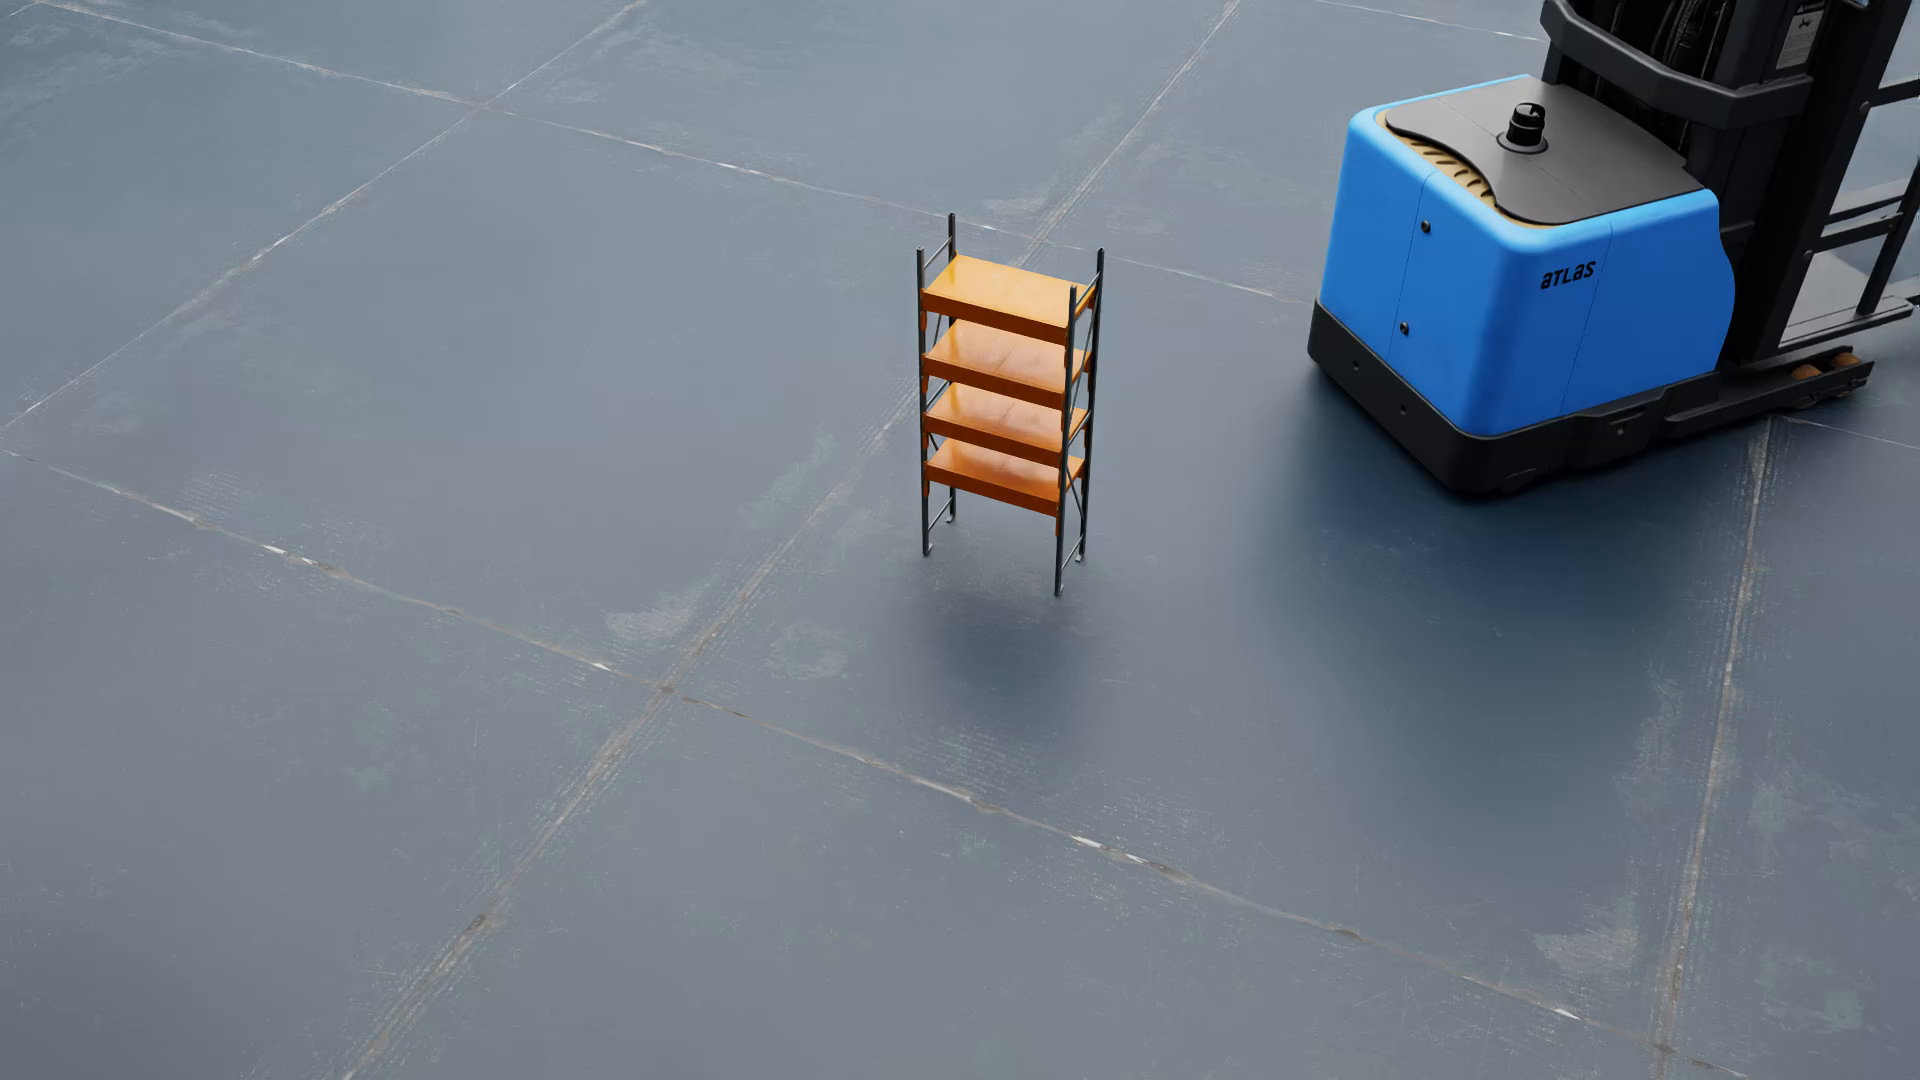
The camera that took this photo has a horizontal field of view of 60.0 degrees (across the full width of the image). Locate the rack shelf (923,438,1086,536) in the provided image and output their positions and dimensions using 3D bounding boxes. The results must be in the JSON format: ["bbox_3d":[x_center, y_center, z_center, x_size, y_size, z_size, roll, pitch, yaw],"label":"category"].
[{"bbox_3d":[0.150,-0.207,5.478,0.480,0.148,0.258,17,44,19],"label":"rack shelf"}]

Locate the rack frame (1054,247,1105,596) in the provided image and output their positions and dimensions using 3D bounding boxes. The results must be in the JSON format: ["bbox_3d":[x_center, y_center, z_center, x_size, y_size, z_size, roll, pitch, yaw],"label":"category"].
[{"bbox_3d":[0.371,-0.340,5.226,0.015,1.200,0.240,17,44,19],"label":"rack frame"}]

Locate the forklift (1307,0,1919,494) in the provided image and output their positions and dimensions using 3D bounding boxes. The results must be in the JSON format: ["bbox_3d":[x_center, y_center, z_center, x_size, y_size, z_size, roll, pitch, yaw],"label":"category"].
[{"bbox_3d":[2.919,-1.907,5.712,3.031,2.935,1.130,-16,43,-18],"label":"forklift"}]

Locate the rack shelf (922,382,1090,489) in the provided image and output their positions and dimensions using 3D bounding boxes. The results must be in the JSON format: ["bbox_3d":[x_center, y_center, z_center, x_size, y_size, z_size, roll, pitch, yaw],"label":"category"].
[{"bbox_3d":[0.150,-0.357,5.348,0.480,0.148,0.258,17,44,19],"label":"rack shelf"}]

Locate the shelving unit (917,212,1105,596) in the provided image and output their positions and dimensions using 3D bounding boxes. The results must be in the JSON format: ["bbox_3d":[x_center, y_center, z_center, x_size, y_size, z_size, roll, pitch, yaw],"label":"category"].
[{"bbox_3d":[0.150,-0.408,5.304,0.503,1.200,0.258,17,44,19],"label":"shelving unit"}]

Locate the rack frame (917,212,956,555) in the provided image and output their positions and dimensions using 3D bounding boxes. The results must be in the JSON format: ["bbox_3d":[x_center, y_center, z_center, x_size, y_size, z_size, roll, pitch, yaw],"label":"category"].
[{"bbox_3d":[-0.071,-0.475,5.382,0.015,1.200,0.240,17,44,19],"label":"rack frame"}]

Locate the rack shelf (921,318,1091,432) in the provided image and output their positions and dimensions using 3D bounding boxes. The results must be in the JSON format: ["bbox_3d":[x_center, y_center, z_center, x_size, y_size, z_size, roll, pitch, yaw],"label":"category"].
[{"bbox_3d":[0.150,-0.526,5.202,0.480,0.148,0.258,17,44,19],"label":"rack shelf"}]

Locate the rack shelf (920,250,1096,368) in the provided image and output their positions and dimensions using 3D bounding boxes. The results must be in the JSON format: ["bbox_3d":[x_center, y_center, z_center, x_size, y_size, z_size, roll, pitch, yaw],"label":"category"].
[{"bbox_3d":[0.150,-0.705,5.047,0.480,0.148,0.258,17,44,19],"label":"rack shelf"}]
